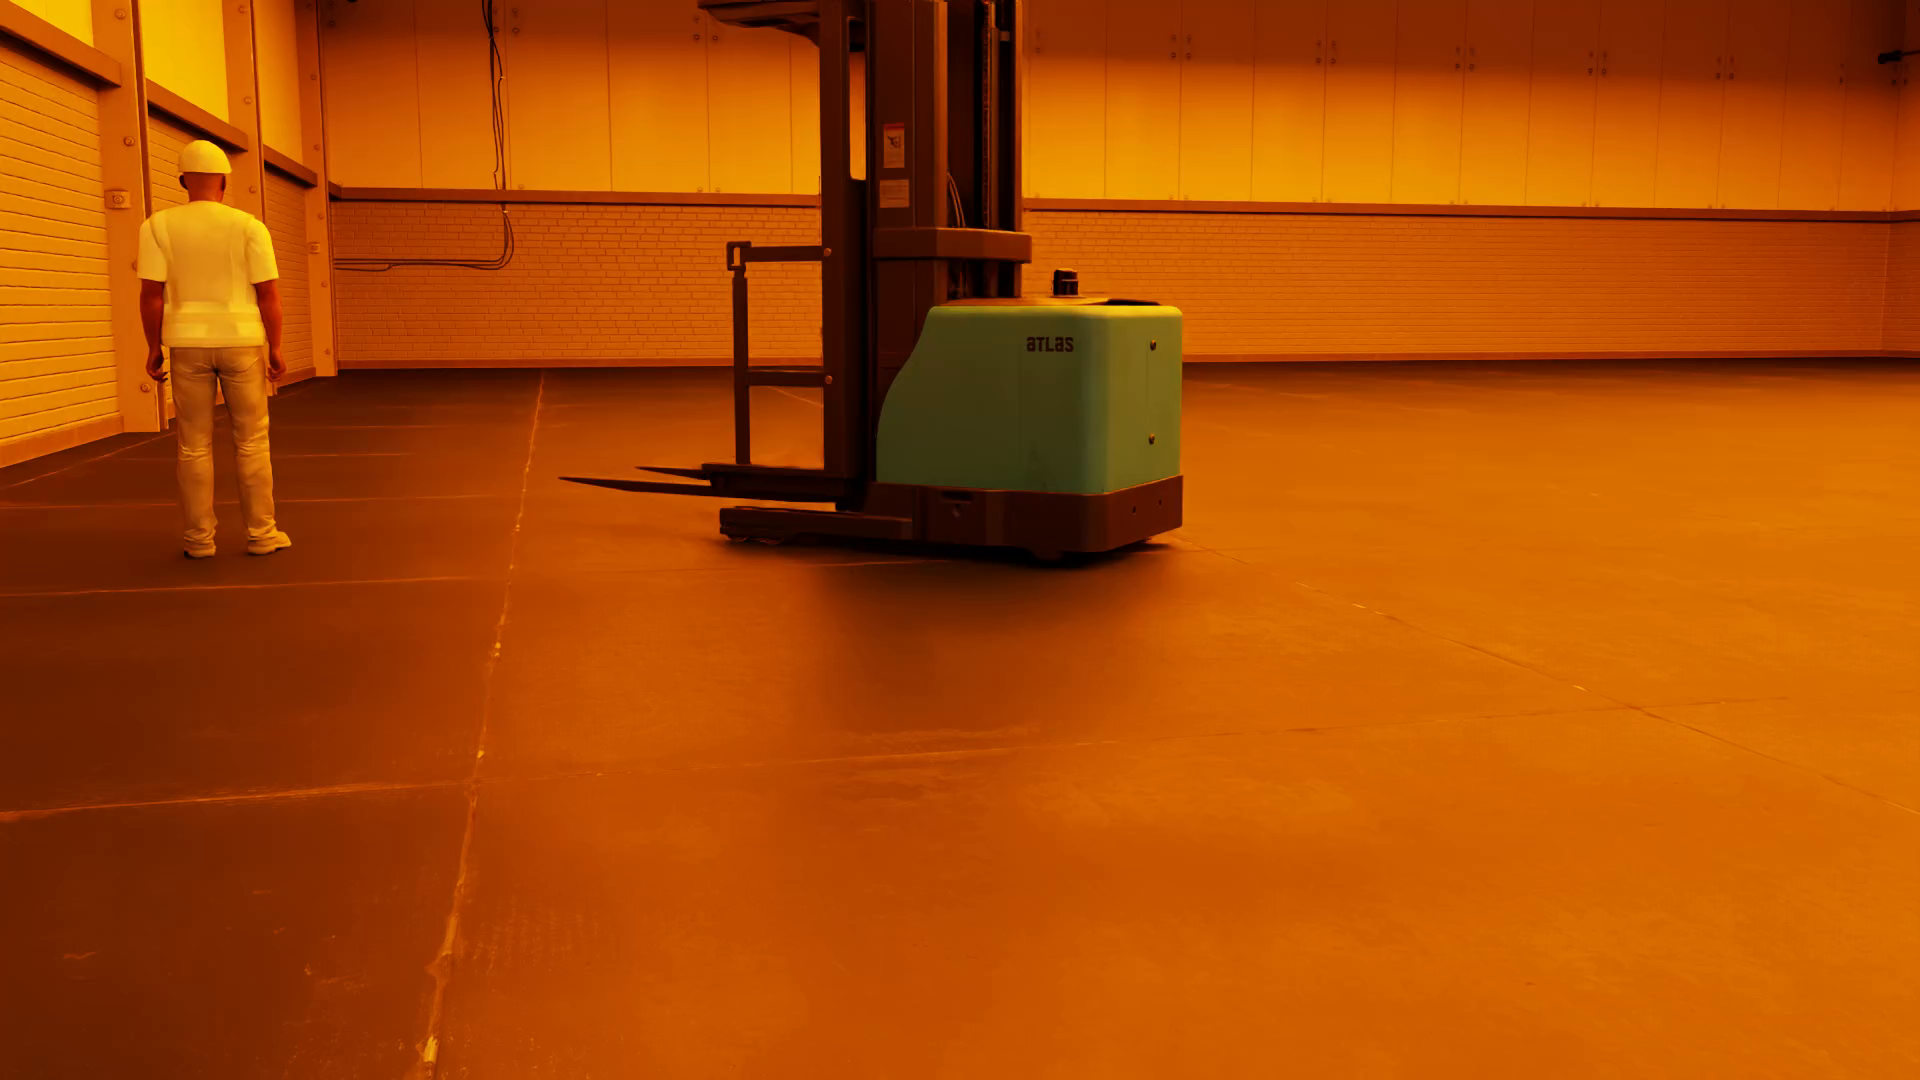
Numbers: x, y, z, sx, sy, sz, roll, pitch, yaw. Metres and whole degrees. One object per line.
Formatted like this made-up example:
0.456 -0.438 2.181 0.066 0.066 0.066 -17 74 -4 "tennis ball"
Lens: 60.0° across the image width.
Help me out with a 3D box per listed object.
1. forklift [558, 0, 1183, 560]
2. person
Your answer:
-0.526 -1.487 7.754 3.031 2.935 1.130 4 9 28 "forklift"
-3.218 -0.821 7.193 0.562 1.771 0.370 -2 8 -17 "person"
